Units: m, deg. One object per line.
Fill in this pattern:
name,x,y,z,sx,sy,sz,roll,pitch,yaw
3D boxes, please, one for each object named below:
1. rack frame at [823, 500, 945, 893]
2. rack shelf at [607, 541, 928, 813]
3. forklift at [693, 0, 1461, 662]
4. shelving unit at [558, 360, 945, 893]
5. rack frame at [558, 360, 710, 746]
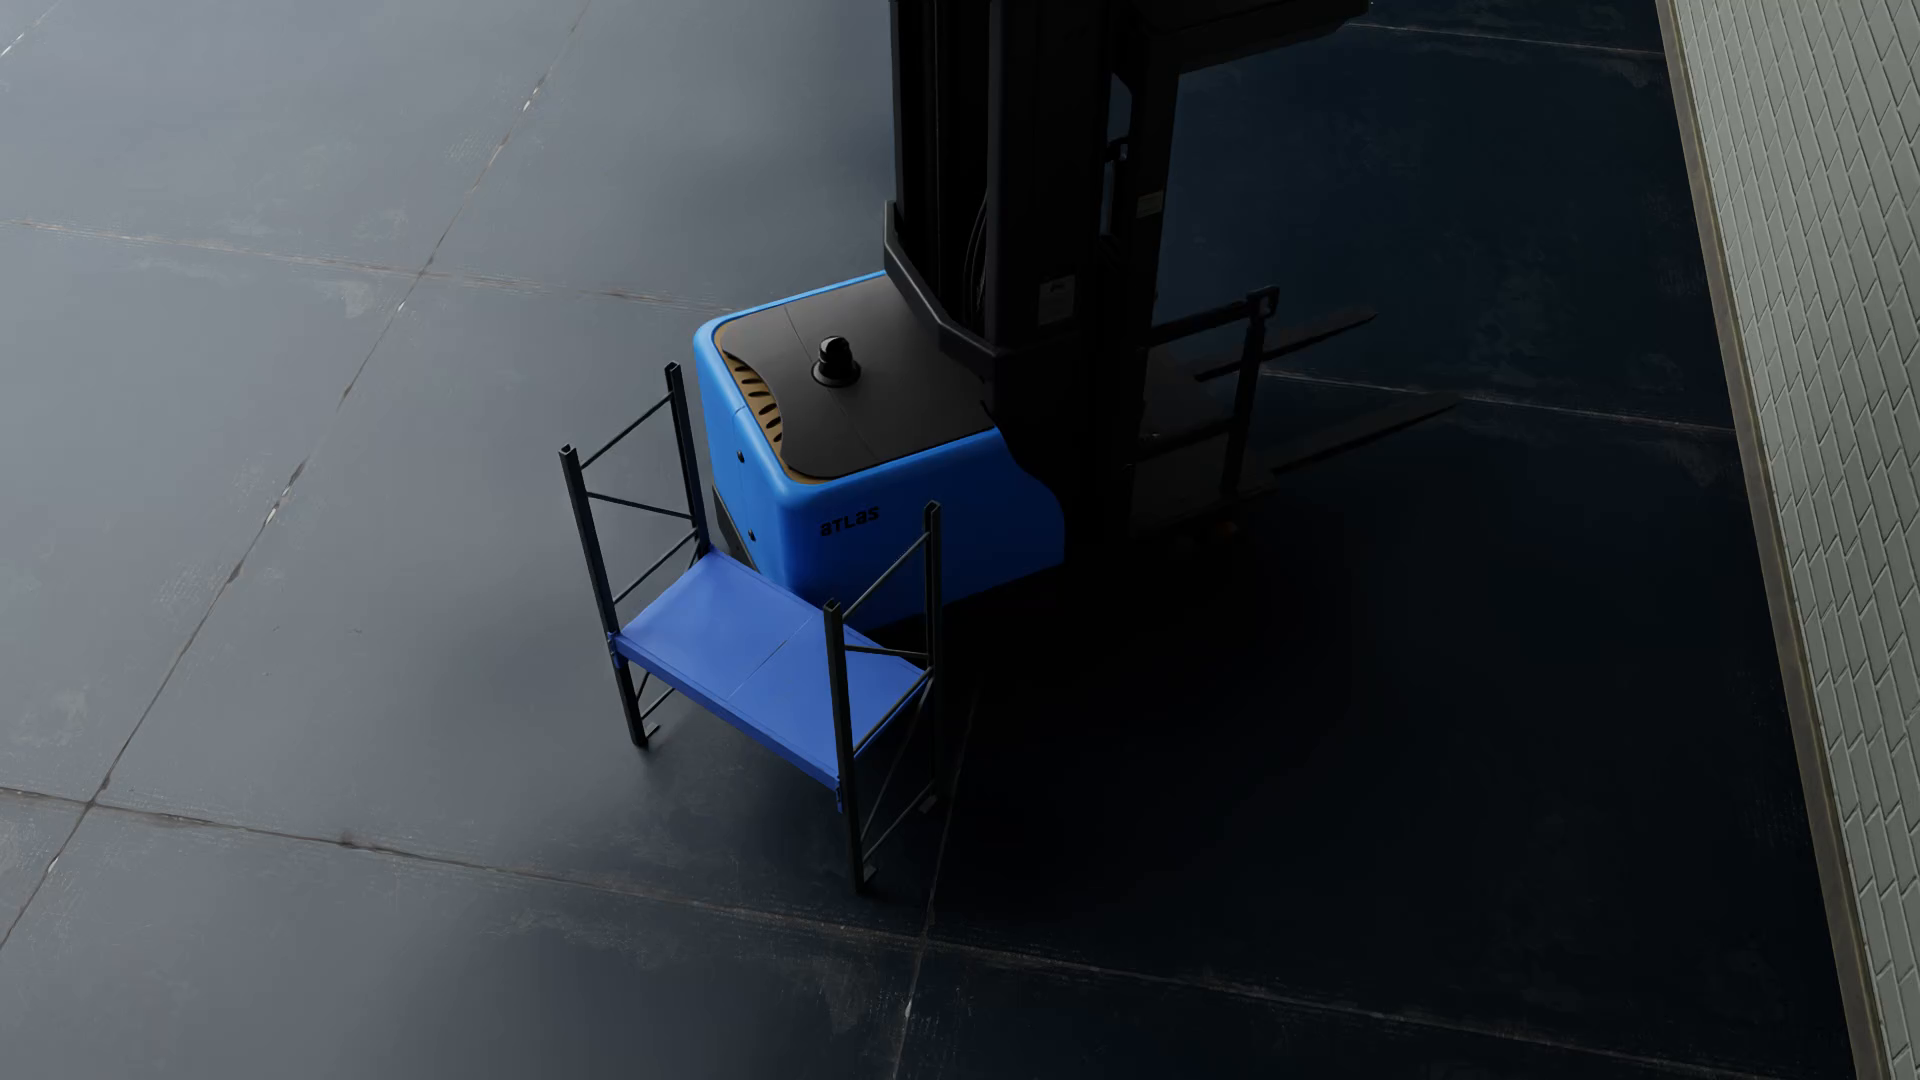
rack frame,-0.215,0.541,5.228,0.032,1.500,0.500,29,54,23
rack shelf,-0.625,0.437,5.563,1.000,0.185,0.538,29,54,23
forklift,0.585,-1.173,5.805,3.031,2.935,1.130,-19,51,-16
shelving unit,-0.625,0.317,5.429,1.048,1.500,0.538,29,54,23
rack frame,-1.035,0.093,5.630,0.032,1.500,0.500,29,54,23
